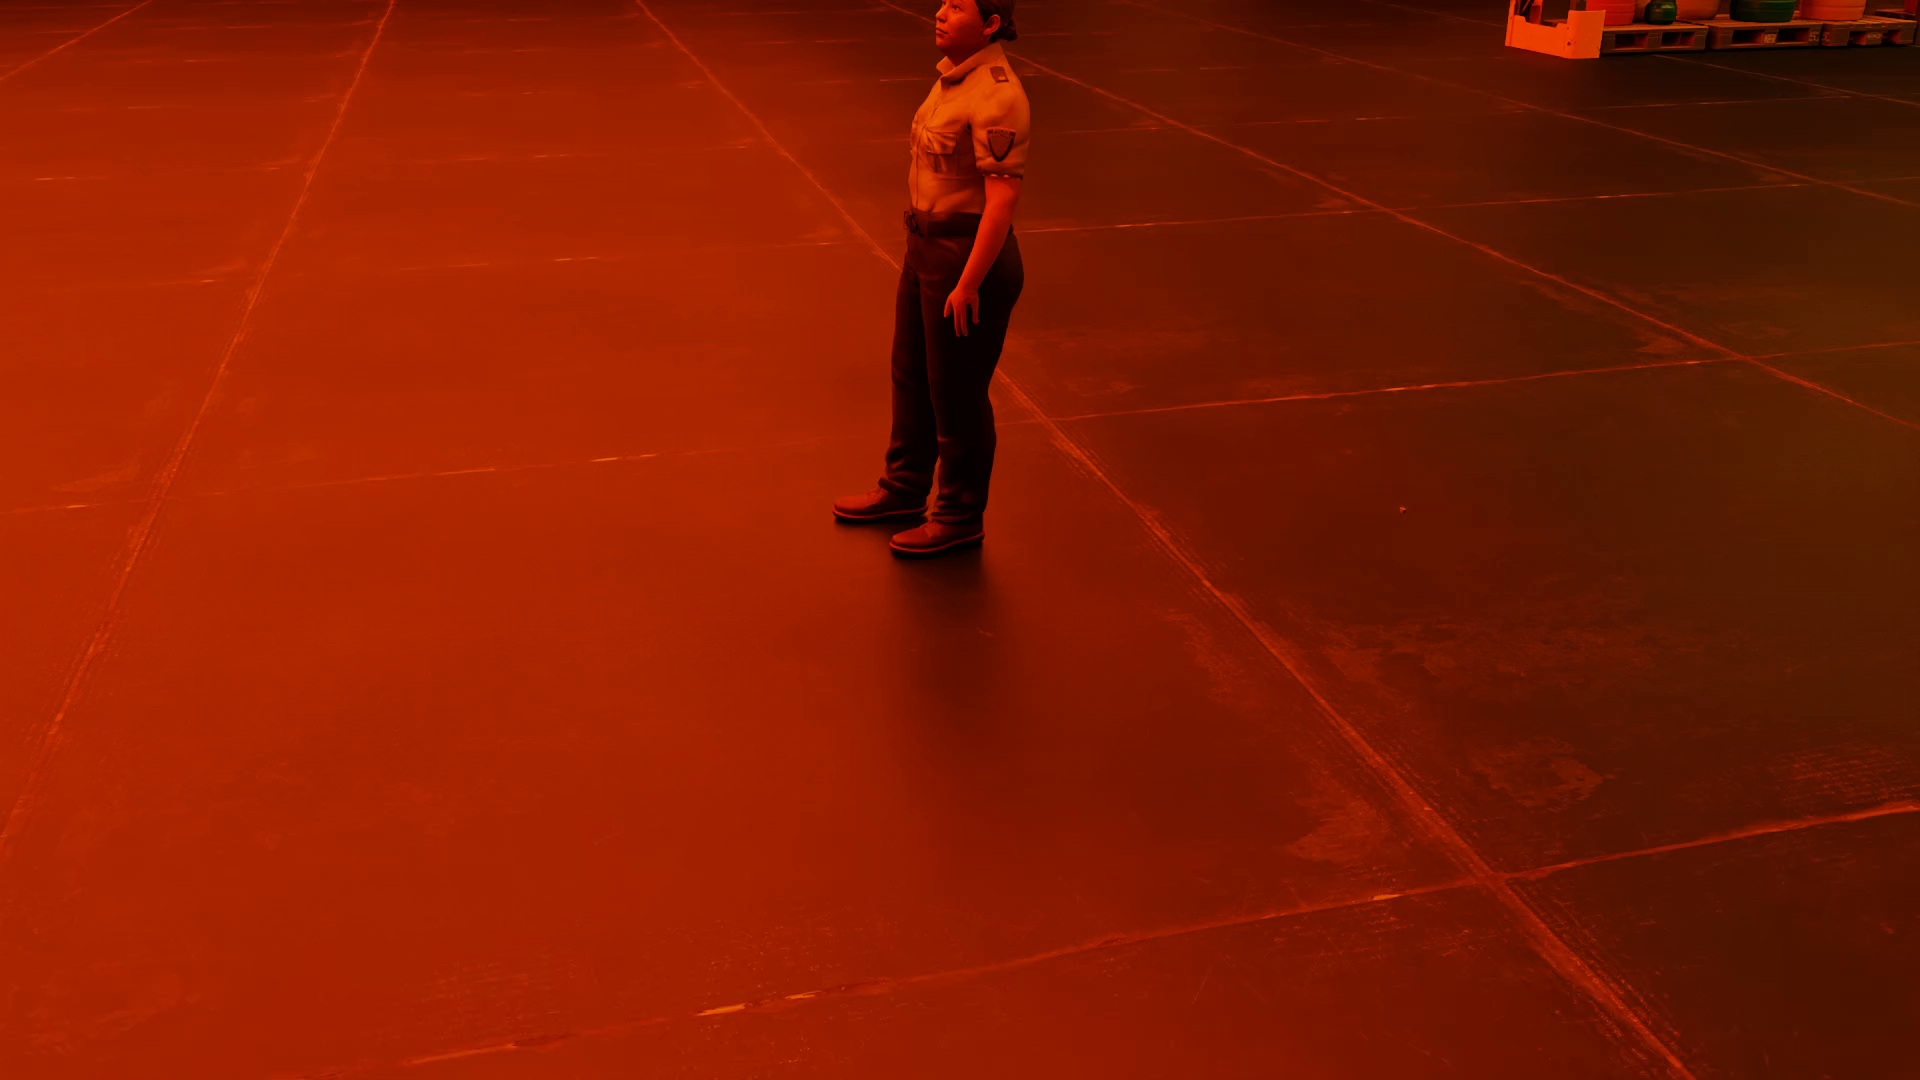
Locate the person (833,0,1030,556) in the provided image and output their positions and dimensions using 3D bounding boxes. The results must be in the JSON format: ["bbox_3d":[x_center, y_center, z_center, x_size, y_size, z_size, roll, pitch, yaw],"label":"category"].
[{"bbox_3d":[-0.092,-0.764,4.726,0.503,1.650,0.599,-6,24,-14],"label":"person"}]
